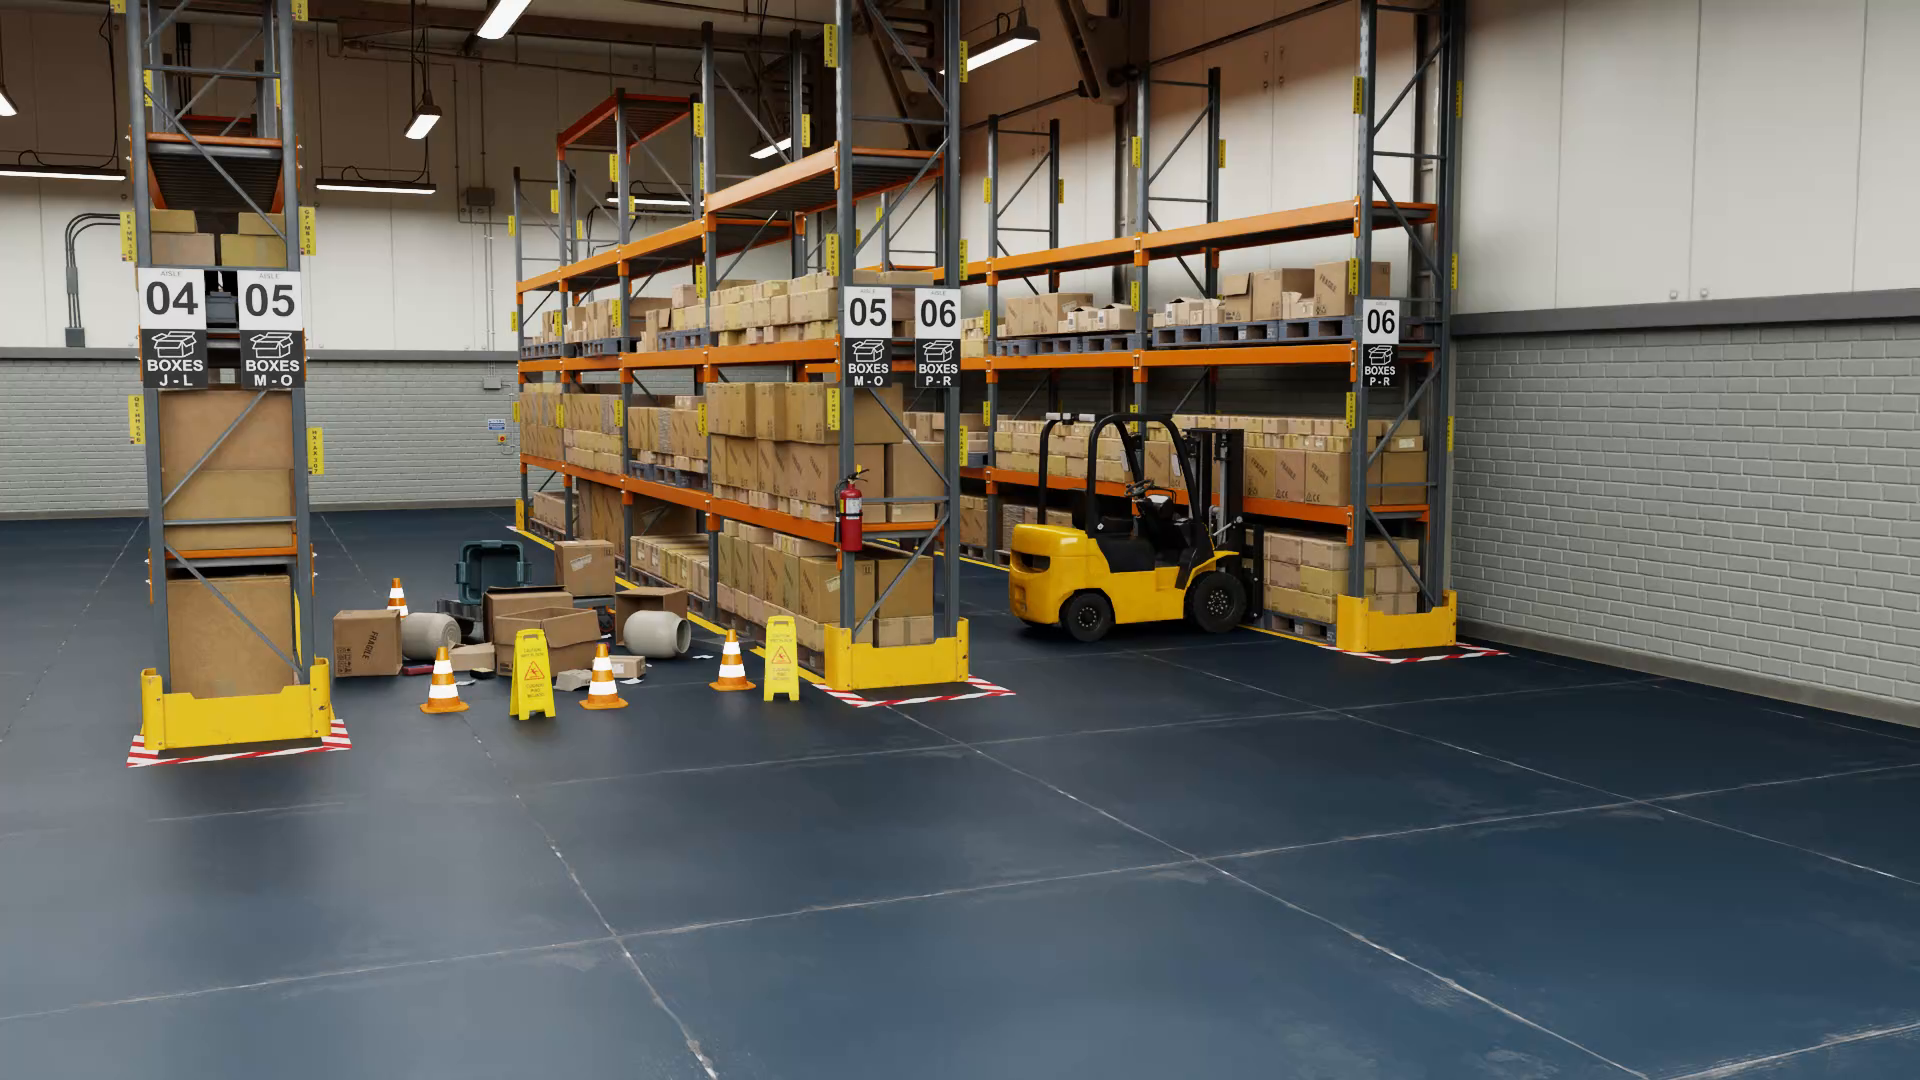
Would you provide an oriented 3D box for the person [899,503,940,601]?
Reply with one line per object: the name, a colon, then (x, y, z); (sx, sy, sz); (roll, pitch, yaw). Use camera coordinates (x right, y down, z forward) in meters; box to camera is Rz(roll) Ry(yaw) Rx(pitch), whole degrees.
person: (-0.495, -0.174, 18.780); (0.544, 1.726, 0.393); (-2, 6, -22)
